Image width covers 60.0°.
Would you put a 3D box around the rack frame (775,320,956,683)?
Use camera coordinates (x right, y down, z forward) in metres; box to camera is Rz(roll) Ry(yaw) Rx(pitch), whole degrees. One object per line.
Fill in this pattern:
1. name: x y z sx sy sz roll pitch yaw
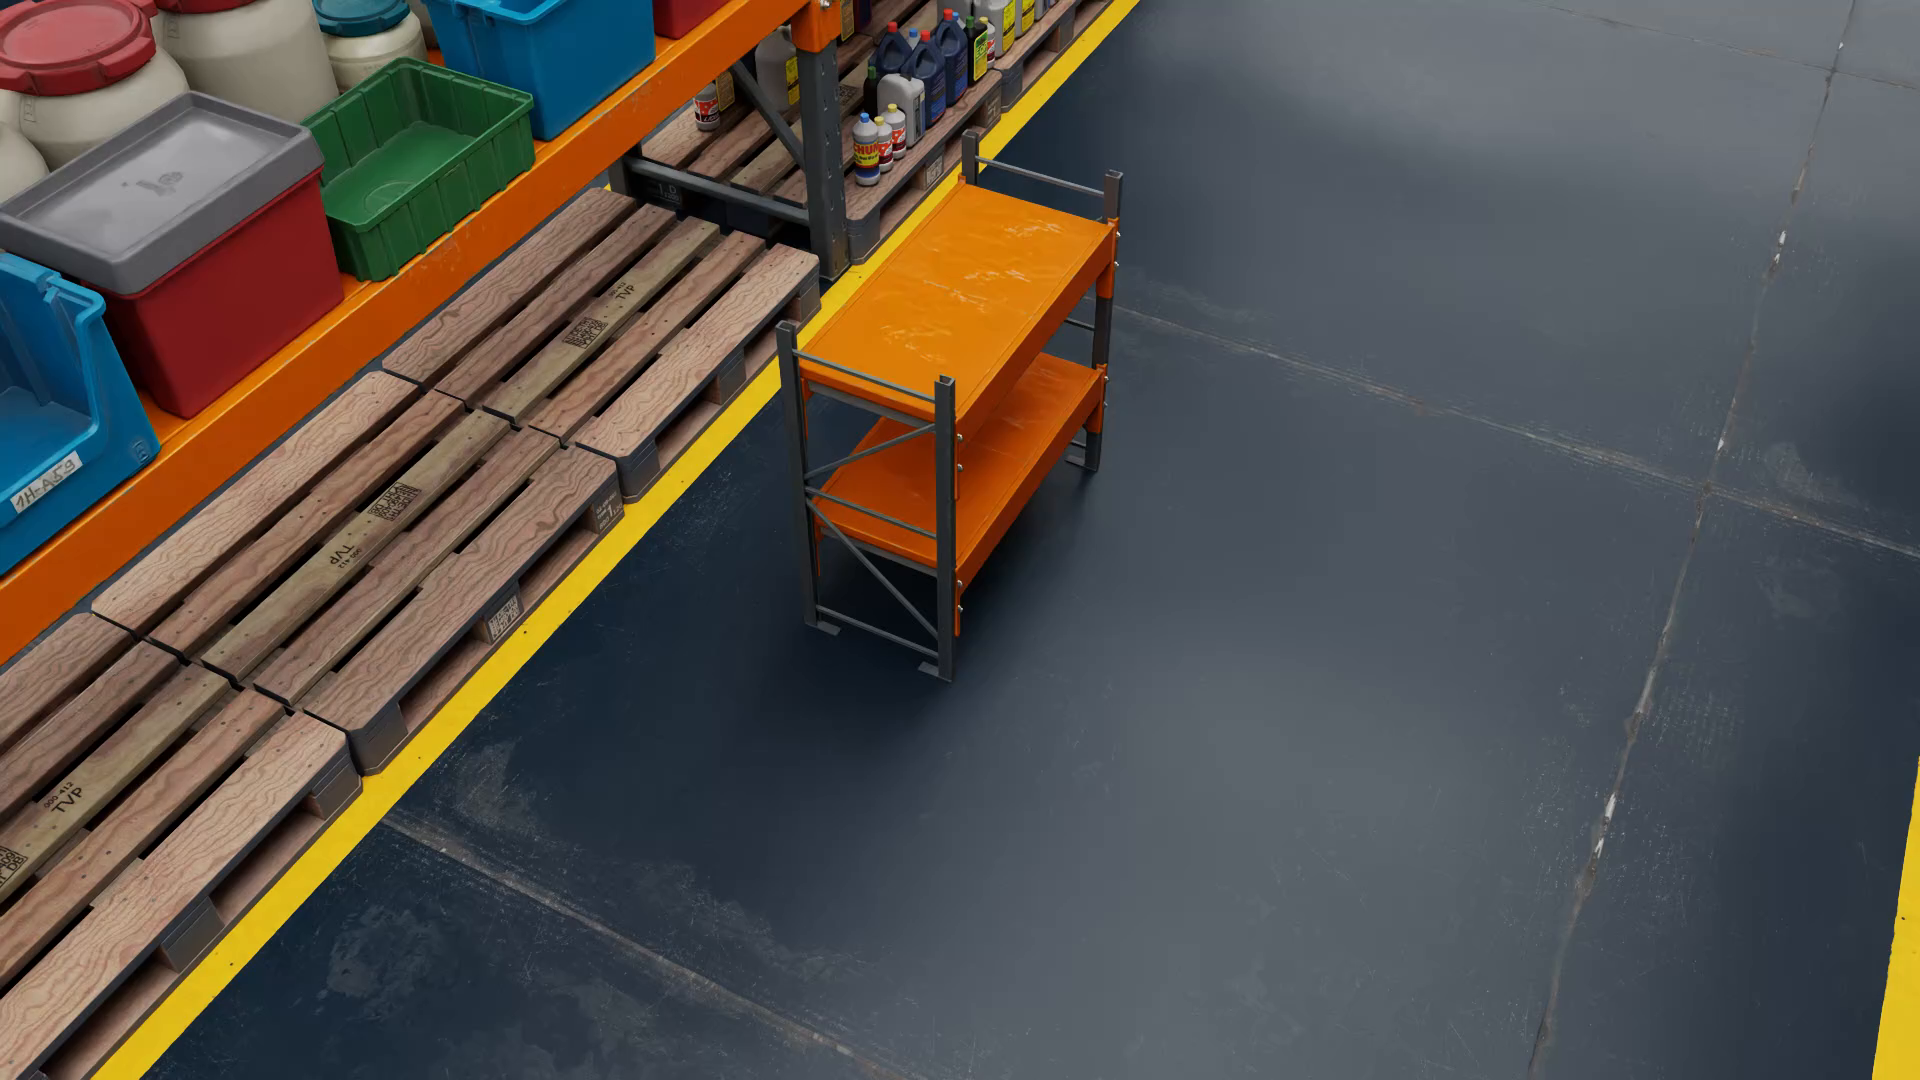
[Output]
1. rack frame: -0.239 -0.071 4.529 0.500 1.125 0.032 20 49 19

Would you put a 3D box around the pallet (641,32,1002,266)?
1. pallet: -0.537 -1.641 6.723 1.003 0.211 1.213 20 49 19

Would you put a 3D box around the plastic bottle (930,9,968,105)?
1. plastic bottle: -0.056 -1.926 6.597 0.144 0.351 0.185 19 48 17

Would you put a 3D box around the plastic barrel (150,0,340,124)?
1. plastic barrel: -1.865 -1.267 4.298 0.433 0.535 0.433 0 45 0

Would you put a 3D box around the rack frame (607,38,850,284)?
1. rack frame: -0.886 -2.212 5.327 1.000 3.000 0.127 20 49 19

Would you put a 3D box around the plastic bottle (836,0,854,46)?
1. plastic bottle: -0.501 -2.219 6.935 0.061 0.283 0.133 20 49 19

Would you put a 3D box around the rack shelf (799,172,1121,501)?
1. rack shelf: -0.003 -0.597 4.638 0.538 0.278 1.000 20 49 19

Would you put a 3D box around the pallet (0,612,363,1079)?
1. pallet: -2.349 0.813 4.298 1.003 0.211 1.213 20 49 19

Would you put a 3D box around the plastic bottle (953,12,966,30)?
1. plastic bottle: -0.021 -2.003 6.729 0.097 0.271 0.097 0 45 0

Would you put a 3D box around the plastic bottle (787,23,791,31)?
1. plastic bottle: -0.611 -1.998 6.721 0.152 0.276 0.135 20 49 19

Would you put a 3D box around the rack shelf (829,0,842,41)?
1. rack shelf: 0.042 -3.219 6.828 1.077 0.370 4.000 20 49 19

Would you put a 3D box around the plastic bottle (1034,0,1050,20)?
1. plastic bottle: 0.301 -2.390 7.109 0.152 0.276 0.135 19 48 18

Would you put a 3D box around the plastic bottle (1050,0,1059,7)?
1. plastic bottle: 0.365 -2.477 7.195 0.152 0.276 0.135 21 49 19

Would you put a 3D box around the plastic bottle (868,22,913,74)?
1. plastic bottle: -0.272 -1.854 6.527 0.144 0.351 0.185 20 49 19

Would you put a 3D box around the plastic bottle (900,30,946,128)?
1. plastic bottle: -0.144 -1.807 6.480 0.144 0.351 0.185 22 49 20

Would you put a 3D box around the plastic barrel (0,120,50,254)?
1. plastic barrel: -2.259 -0.715 3.769 0.421 0.512 0.421 0 45 0

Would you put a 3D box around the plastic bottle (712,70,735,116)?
1. plastic bottle: -0.955 -1.824 6.544 0.061 0.283 0.133 23 50 21

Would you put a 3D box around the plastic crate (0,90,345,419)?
1. plastic crate: -1.722 -0.631 3.720 0.402 0.464 0.583 20 49 19

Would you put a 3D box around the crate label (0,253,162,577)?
1. crate label: -2.042 -0.241 3.354 0.502 0.435 0.616 20 49 19

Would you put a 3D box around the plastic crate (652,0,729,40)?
1. plastic crate: -0.840 -1.828 4.903 0.402 0.464 0.583 20 49 19

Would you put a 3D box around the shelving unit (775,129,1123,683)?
1. shelving unit: -0.003 -0.391 4.846 0.538 1.125 1.048 20 49 19

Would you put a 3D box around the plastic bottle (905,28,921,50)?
1. plastic bottle: -0.184 -1.910 6.638 0.097 0.271 0.097 0 45 0

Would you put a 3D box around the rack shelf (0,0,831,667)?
1. rack shelf: -1.815 -0.699 4.338 1.077 0.370 4.000 20 49 19

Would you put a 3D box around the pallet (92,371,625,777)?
1. pallet: -1.782 0.047 5.055 1.003 0.211 1.213 20 49 19

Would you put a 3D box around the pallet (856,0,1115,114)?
1. pallet: 0.028 -2.412 7.486 1.003 0.211 1.213 20 49 19

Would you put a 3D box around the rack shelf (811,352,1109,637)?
1. rack shelf: -0.003 -0.219 5.020 0.538 0.278 1.000 20 49 19

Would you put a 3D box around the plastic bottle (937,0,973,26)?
1. plastic bottle: -0.002 -2.200 6.921 0.152 0.276 0.135 20 49 19

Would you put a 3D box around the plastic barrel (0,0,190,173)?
1. plastic barrel: -2.066 -0.994 4.028 0.433 0.535 0.433 0 45 0

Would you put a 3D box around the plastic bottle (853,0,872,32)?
1. plastic bottle: -0.430 -2.303 7.018 0.061 0.283 0.133 20 49 19

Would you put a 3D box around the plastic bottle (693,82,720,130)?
1. plastic bottle: -0.994 -1.714 6.493 0.097 0.201 0.097 0 45 0

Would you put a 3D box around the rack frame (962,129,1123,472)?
1. rack frame: 0.233 -0.711 5.162 0.500 1.125 0.032 20 49 19

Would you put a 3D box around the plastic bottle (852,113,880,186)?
1. plastic bottle: -0.350 -1.463 6.196 0.097 0.271 0.097 0 45 0

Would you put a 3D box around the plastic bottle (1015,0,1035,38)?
1. plastic bottle: 0.227 -2.311 6.978 0.144 0.351 0.185 22 49 21

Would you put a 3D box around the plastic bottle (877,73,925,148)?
1. plastic bottle: -0.224 -1.678 6.405 0.152 0.276 0.135 22 49 20

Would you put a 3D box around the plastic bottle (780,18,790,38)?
1. plastic bottle: -0.753 -2.057 6.727 0.144 0.351 0.185 18 48 17

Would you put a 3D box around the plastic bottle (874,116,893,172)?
1. plastic bottle: -0.303 -1.503 6.284 0.097 0.201 0.097 0 45 0

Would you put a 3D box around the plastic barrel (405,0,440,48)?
1. plastic barrel: -1.525 -1.729 4.754 0.433 0.535 0.433 0 45 0

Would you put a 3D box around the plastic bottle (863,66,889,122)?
1. plastic bottle: -0.319 -1.715 6.437 0.061 0.283 0.133 20 49 19

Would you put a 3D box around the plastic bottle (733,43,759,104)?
1. plastic bottle: -0.842 -1.936 6.608 0.144 0.351 0.185 19 48 18

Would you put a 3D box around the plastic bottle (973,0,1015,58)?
1. plastic bottle: 0.141 -2.193 6.862 0.144 0.351 0.185 20 49 19

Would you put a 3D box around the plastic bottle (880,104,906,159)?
1. plastic bottle: -0.256 -1.567 6.348 0.097 0.201 0.097 0 45 0

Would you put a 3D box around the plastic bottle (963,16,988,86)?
1. plastic bottle: 0.057 -1.992 6.710 0.061 0.283 0.133 23 50 21

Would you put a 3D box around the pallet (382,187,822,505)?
1. pallet: -1.216 -0.724 5.817 1.003 0.211 1.213 20 49 19

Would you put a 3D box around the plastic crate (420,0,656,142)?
1. plastic crate: -1.123 -1.408 4.544 0.392 0.384 0.575 20 49 19

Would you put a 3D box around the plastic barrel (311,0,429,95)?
1. plastic barrel: -1.636 -1.380 4.602 0.301 0.262 0.301 0 45 0

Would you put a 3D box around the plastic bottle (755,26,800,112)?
1. plastic bottle: -0.715 -1.889 6.561 0.144 0.351 0.185 20 49 19

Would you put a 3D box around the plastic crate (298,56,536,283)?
1. plastic crate: -1.445 -0.947 4.226 0.450 0.188 0.662 20 49 19

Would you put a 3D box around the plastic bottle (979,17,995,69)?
1. plastic bottle: 0.096 -2.044 6.819 0.097 0.201 0.097 0 45 0
